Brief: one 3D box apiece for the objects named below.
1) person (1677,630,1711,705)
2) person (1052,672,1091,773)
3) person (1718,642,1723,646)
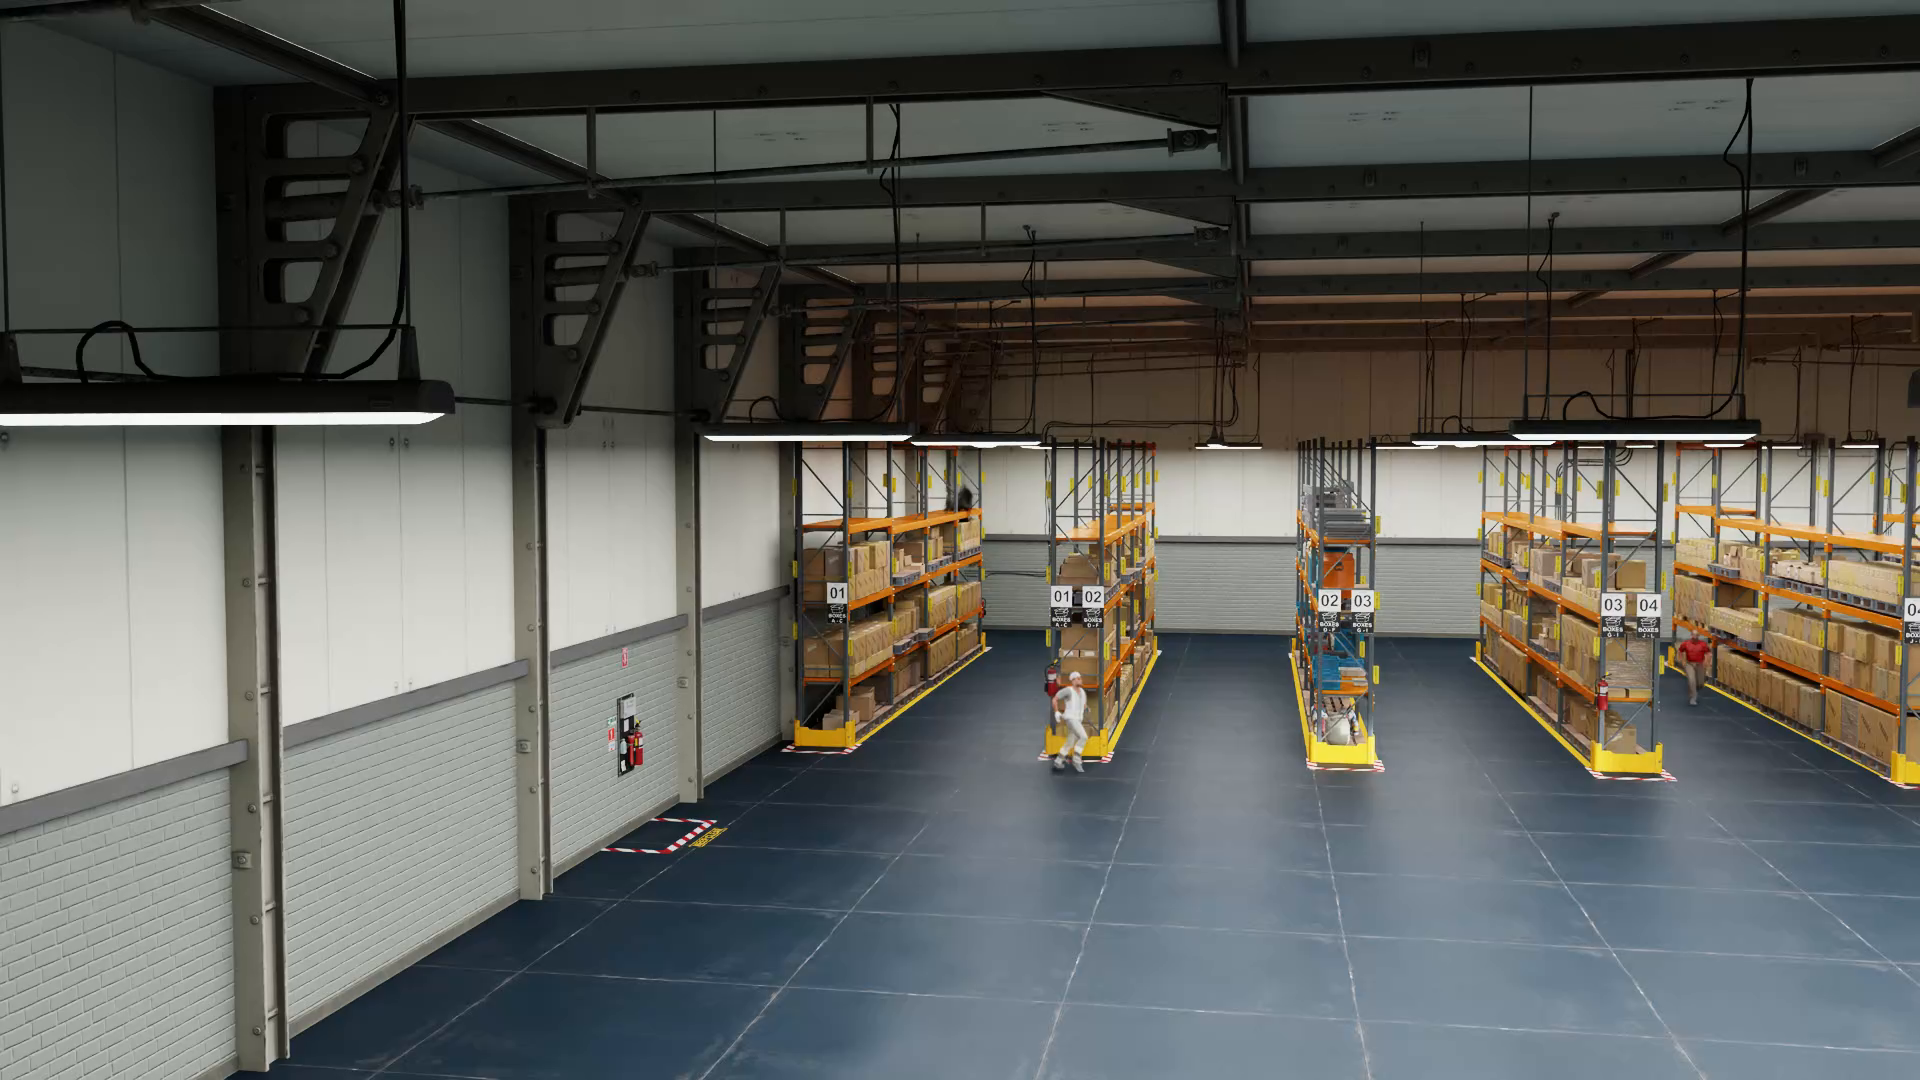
[{"bbox_3d":[16.668,2.876,37.769,0.699,1.678,0.792,1,3,14],"label":"person"},{"bbox_3d":[2.060,3.248,29.851,0.694,1.750,0.687,2,4,38],"label":"person"},{"bbox_3d":[20.790,2.476,45.571,0.542,1.735,0.809,3,4,42],"label":"person"}]
